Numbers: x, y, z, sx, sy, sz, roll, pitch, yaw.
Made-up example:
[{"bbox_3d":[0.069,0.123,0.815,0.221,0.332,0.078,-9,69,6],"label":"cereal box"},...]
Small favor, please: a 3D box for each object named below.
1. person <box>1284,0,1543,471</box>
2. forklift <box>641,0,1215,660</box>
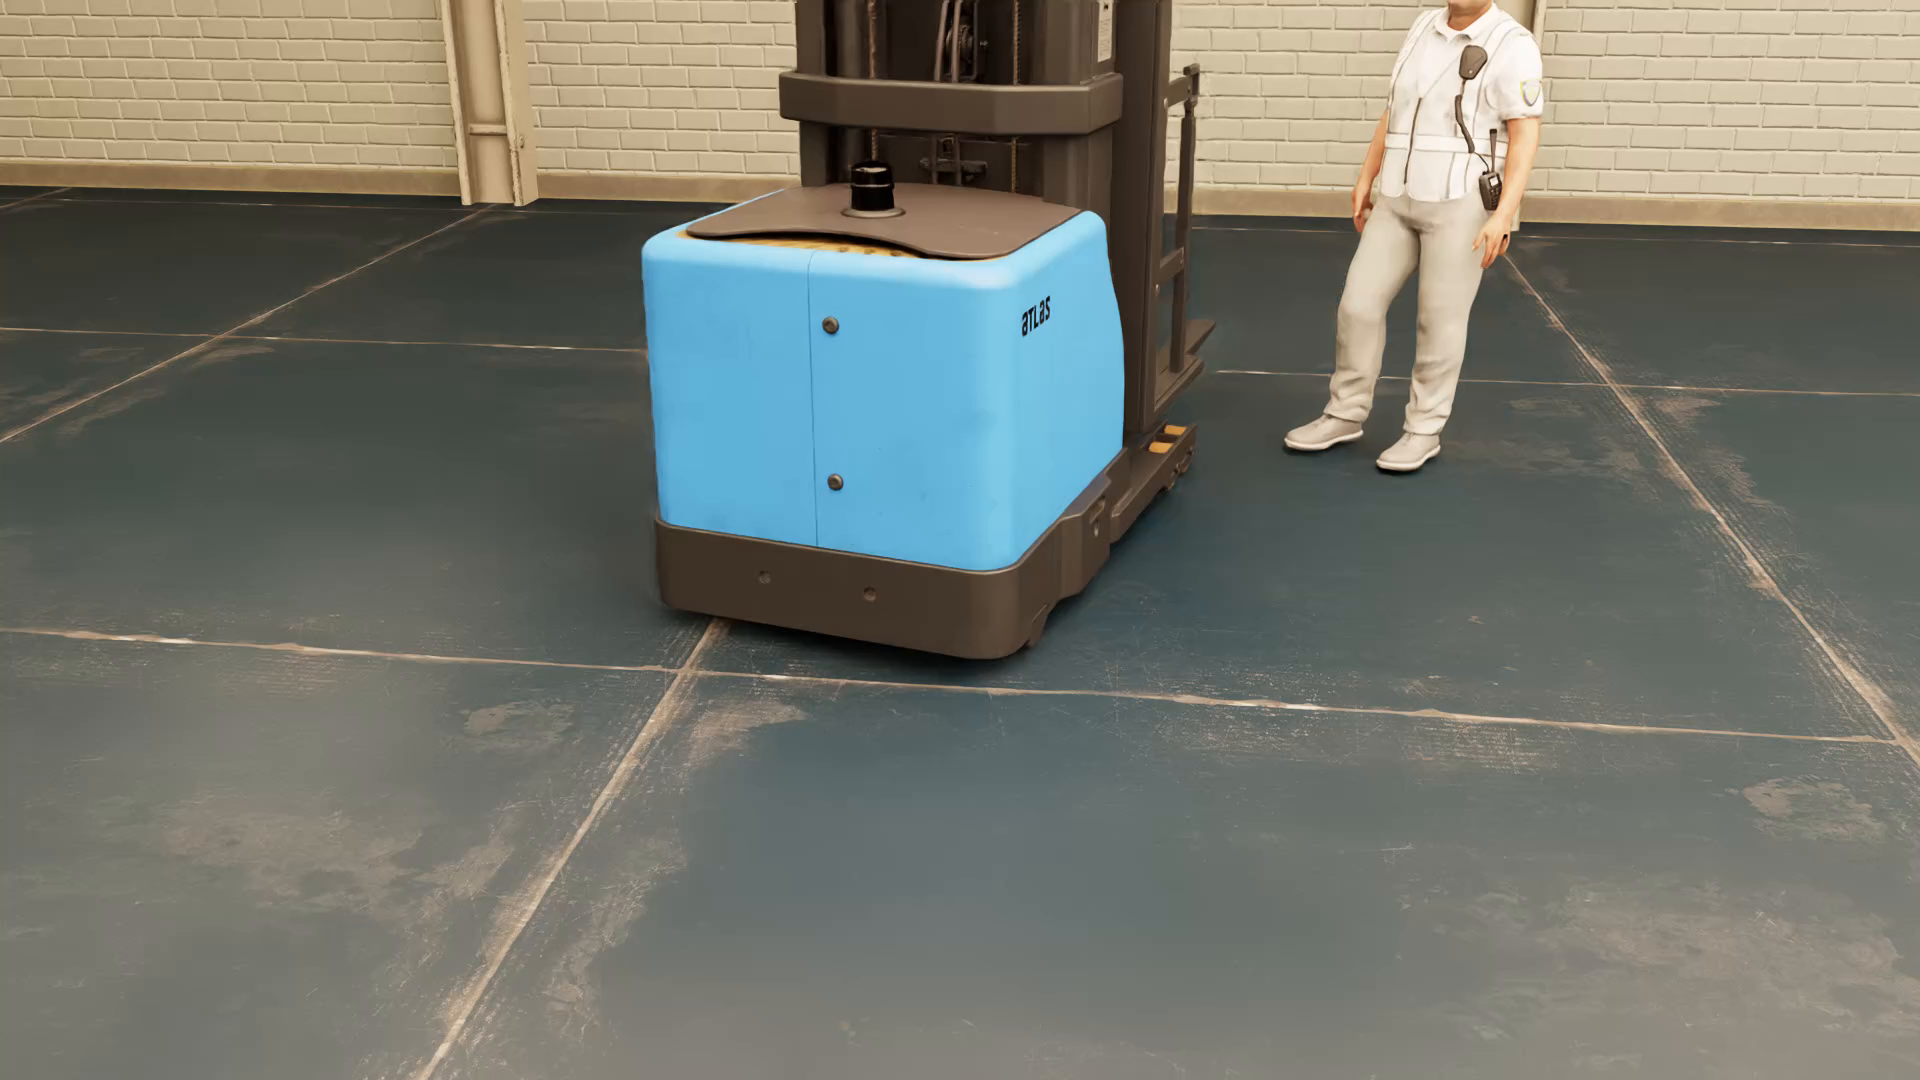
[{"bbox_3d":[1.547,-1.123,5.567,0.557,1.778,0.640,-17,27,-36],"label":"person"},{"bbox_3d":[0.178,-1.574,5.162,1.130,2.935,3.031,8,23,20],"label":"forklift"}]
